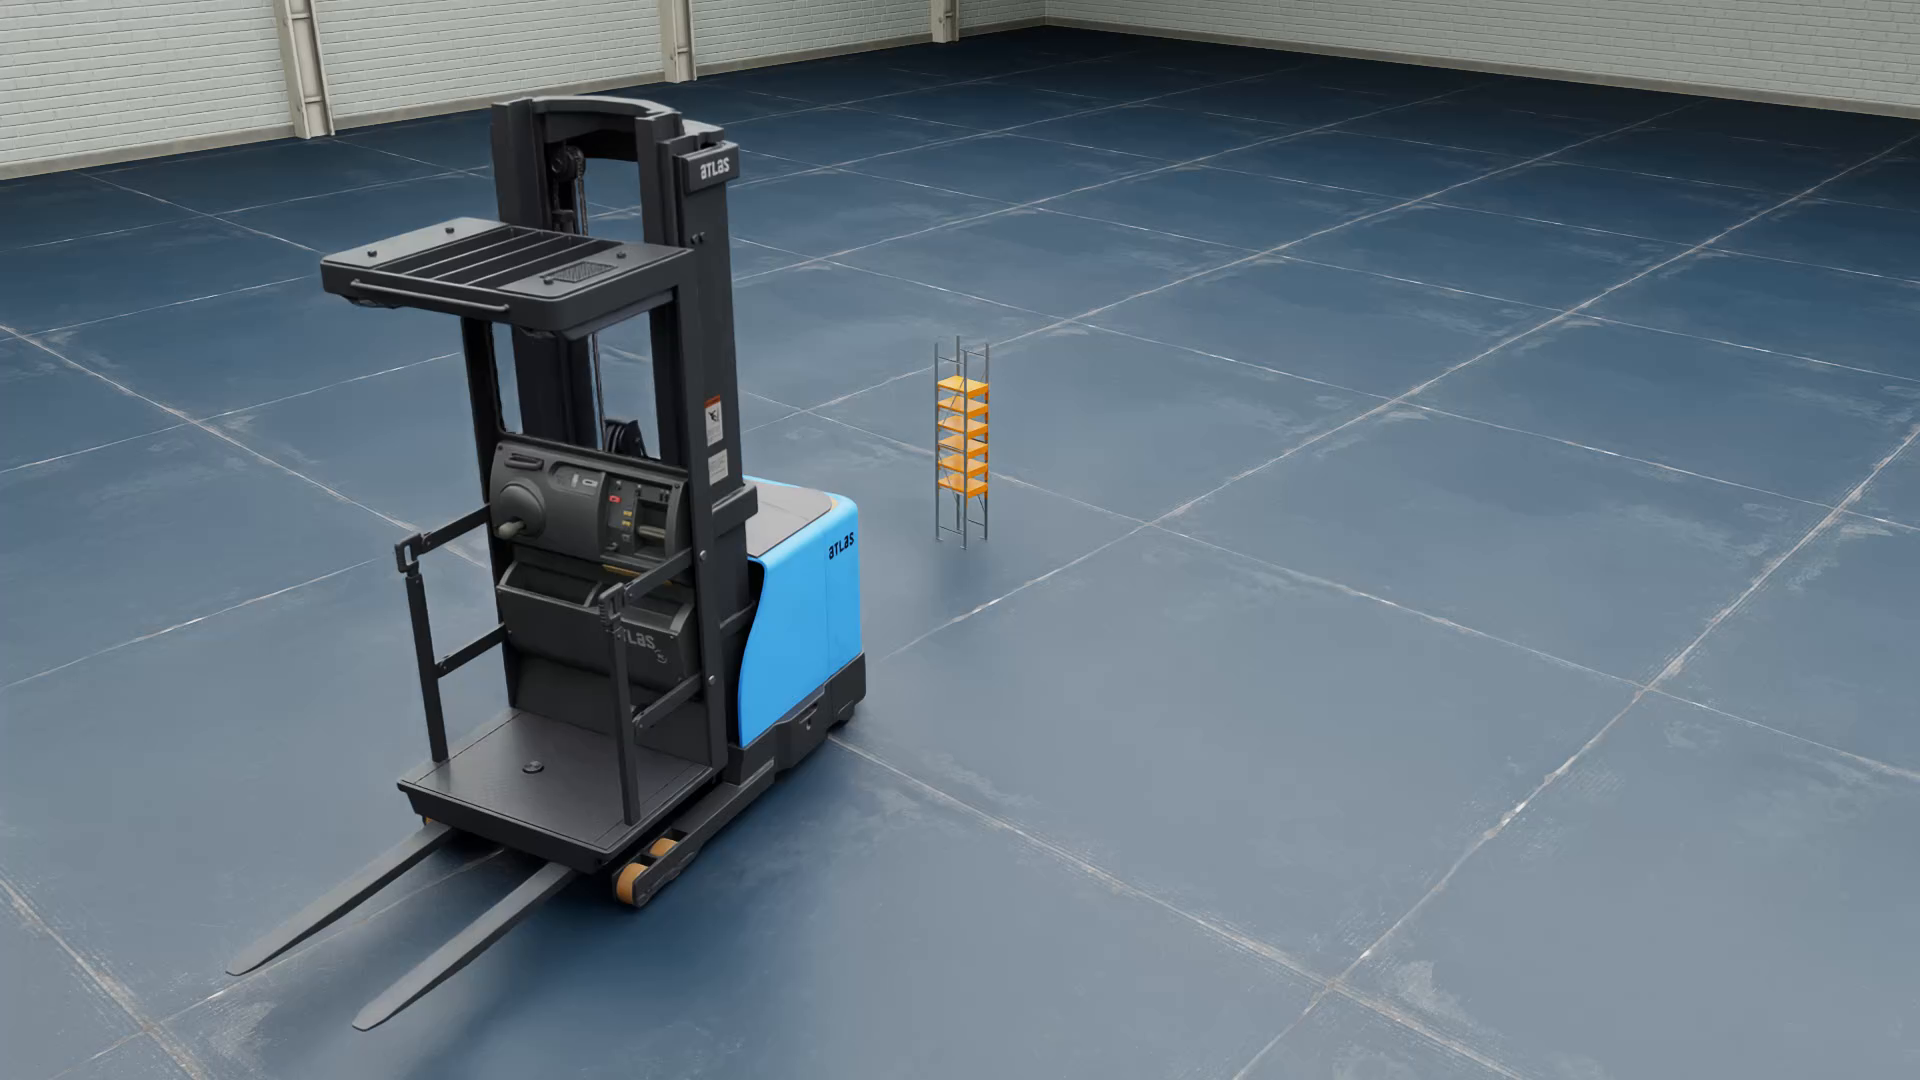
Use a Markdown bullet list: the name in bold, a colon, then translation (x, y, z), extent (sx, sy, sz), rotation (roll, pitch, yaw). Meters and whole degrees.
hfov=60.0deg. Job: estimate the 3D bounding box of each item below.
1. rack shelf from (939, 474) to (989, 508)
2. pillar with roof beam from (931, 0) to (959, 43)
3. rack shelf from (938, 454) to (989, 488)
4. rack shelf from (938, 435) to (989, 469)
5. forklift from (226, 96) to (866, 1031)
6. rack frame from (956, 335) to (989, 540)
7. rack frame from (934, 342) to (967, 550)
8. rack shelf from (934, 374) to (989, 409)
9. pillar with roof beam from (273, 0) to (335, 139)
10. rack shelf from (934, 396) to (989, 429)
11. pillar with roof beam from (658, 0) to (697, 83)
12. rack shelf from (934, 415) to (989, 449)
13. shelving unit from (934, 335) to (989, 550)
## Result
- **rack shelf**: translation (0.010, -0.292, 9.631), extent (0.258, 0.103, 0.180), rotation (20, 31, 38)
- **pillar with roof beam**: translation (2.941, -11.778, 25.019), extent (9.100, 9.000, 0.400), rotation (20, 31, 38)
- **rack shelf**: translation (0.010, -0.402, 9.582), extent (0.258, 0.103, 0.180), rotation (20, 31, 38)
- **rack shelf**: translation (0.010, -0.511, 9.533), extent (0.258, 0.103, 0.180), rotation (20, 31, 38)
- **forklift**: translation (-1.581, -0.107, 6.407), extent (1.130, 2.935, 3.031), rotation (12, 27, 25)
- **rack frame**: translation (0.071, -0.580, 9.577), extent (0.240, 1.200, 0.006), rotation (20, 31, 38)
- **rack frame**: translation (-0.051, -0.524, 9.452), extent (0.240, 1.200, 0.006), rotation (20, 31, 38)
- **rack shelf**: translation (0.010, -0.840, 9.385), extent (0.258, 0.103, 0.180), rotation (20, 31, 38)
- **pillar with roof beam**: translation (-5.068, -8.122, 16.865), extent (9.100, 9.000, 0.400), rotation (20, 31, 38)
- **rack shelf**: translation (0.010, -0.730, 9.434), extent (0.258, 0.103, 0.180), rotation (20, 31, 38)
- **pillar with roof beam**: translation (-1.063, -9.950, 20.942), extent (9.100, 9.000, 0.400), rotation (20, 31, 38)
- **rack shelf**: translation (0.010, -0.621, 9.483), extent (0.258, 0.103, 0.180), rotation (20, 31, 38)
- **shelving unit**: translation (0.010, -0.552, 9.514), extent (0.258, 1.200, 0.189), rotation (20, 31, 38)
